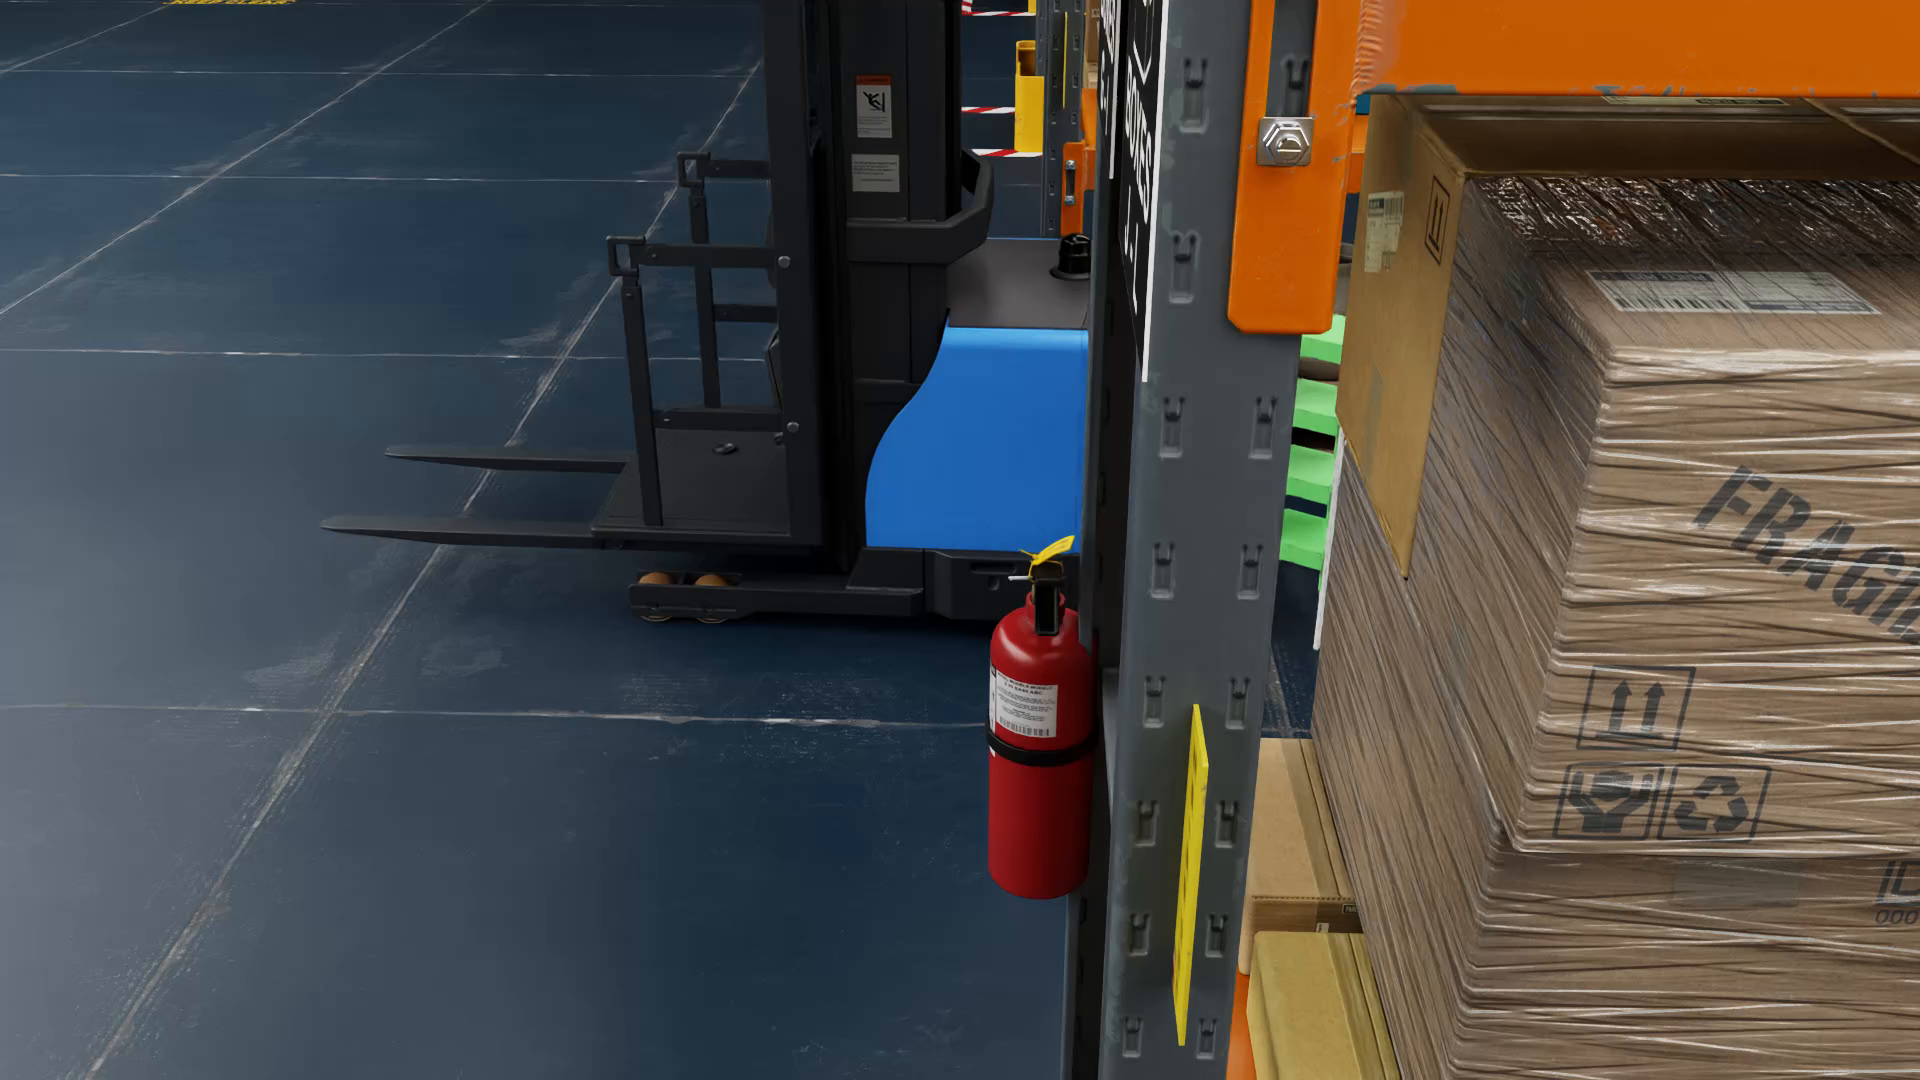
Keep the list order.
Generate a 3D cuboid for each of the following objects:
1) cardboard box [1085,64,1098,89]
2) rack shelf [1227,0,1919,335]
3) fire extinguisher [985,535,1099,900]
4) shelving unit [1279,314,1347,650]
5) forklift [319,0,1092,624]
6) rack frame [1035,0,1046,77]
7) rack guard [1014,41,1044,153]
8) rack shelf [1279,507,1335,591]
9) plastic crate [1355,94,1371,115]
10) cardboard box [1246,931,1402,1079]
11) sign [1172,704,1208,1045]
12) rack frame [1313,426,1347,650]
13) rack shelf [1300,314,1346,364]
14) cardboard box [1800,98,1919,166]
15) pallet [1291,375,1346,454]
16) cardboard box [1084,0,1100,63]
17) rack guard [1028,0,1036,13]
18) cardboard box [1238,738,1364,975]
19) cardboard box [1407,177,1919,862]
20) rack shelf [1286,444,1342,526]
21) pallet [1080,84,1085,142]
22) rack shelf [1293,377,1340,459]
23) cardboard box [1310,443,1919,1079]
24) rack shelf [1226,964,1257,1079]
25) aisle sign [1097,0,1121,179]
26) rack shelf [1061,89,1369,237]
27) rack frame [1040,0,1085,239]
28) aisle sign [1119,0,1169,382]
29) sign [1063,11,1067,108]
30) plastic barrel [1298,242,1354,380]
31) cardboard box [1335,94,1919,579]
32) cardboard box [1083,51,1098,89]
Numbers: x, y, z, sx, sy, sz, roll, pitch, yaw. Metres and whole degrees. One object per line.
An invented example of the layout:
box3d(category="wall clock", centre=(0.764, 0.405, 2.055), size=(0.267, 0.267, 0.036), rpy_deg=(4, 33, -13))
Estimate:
box3d(category="cardboard box", centre=(1.111, -3.054, 11.296), size=(0.500, 0.250, 0.500), rpy_deg=(1, 28, 2))
box3d(category="rack shelf", centre=(2.229, -0.534, 1.621), size=(4.000, 0.370, 1.077), rpy_deg=(1, 28, 2))
box3d(category="fire extinguisher", centre=(0.132, 0.257, 2.646), size=(0.183, 0.674, 0.296), rpy_deg=(1, 28, 2))
box3d(category="shelving unit", centre=(1.050, -0.275, 5.488), size=(0.503, 1.200, 0.258), rpy_deg=(17, 32, 29))
box3d(category="forklift", centre=(-0.728, -1.252, 5.482), size=(3.031, 2.935, 1.130), rpy_deg=(2, 28, 4))
box3d(category="rack frame", centre=(0.583, -4.197, 10.964), size=(0.127, 3.000, 1.000), rpy_deg=(1, 28, 2))
box3d(category="rack guard", centre=(0.559, -3.093, 11.550), size=(0.348, 0.500, 1.175), rpy_deg=(1, 28, 2))
box3d(category="rack shelf", centre=(1.050, -0.007, 5.630), size=(0.480, 0.148, 0.258), rpy_deg=(17, 32, 29))
box3d(category="plastic crate", centre=(1.564, -1.931, 6.849), size=(0.408, 0.251, 0.499), rpy_deg=(1, 28, 2))
box3d(category="cardboard box", centre=(0.506, 0.667, 2.056), size=(0.250, 0.149, 0.380), rpy_deg=(1, 28, 2))
box3d(category="sign", centre=(0.211, 0.312, 1.535), size=(0.005, 0.325, 0.100), rpy_deg=(1, 28, 2))
box3d(category="rack frame", centre=(1.253, -0.212, 5.369), size=(0.015, 1.200, 0.240), rpy_deg=(17, 32, 29))
box3d(category="rack shelf", centre=(1.050, -0.643, 5.293), size=(0.480, 0.148, 0.258), rpy_deg=(17, 32, 29))
box3d(category="cardboard box", centre=(1.288, -0.278, 2.080), size=(0.500, 0.500, 0.500), rpy_deg=(1, 28, 2))
box3d(category="pallet", centre=(1.294, -0.651, 7.253), size=(1.213, 0.211, 1.003), rpy_deg=(1, 28, 2))
box3d(category="cardboard box", centre=(1.130, -3.629, 11.580), size=(0.500, 0.500, 0.500), rpy_deg=(1, 28, 2))
box3d(category="rack guard", centre=(0.830, -5.410, 15.921), size=(0.348, 0.500, 1.175), rpy_deg=(1, 28, 2))
box3d(category="cardboard box", centre=(0.522, 0.459, 2.449), size=(0.250, 0.149, 0.380), rpy_deg=(1, 28, 2))
box3d(category="cardboard box", centre=(0.770, -0.041, 1.632), size=(0.500, 0.500, 0.500), rpy_deg=(1, 28, 2))
box3d(category="rack shelf", centre=(1.050, -0.219, 5.518), size=(0.480, 0.148, 0.258), rpy_deg=(17, 32, 29))
box3d(category="pallet", centre=(1.349, -2.972, 11.630), size=(1.213, 0.211, 1.003), rpy_deg=(1, 28, 2))
box3d(category="rack shelf", centre=(1.050, -0.431, 5.405), size=(0.480, 0.148, 0.258), rpy_deg=(17, 32, 29))
box3d(category="cardboard box", centre=(0.779, 0.287, 2.083), size=(0.500, 0.500, 0.875), rpy_deg=(1, 28, 2))
box3d(category="rack shelf", centre=(2.229, 0.791, 2.323), size=(4.000, 0.370, 1.077), rpy_deg=(1, 28, 2))
box3d(category="aisle sign", centre=(0.179, -0.850, 1.875), size=(0.004, 0.787, 0.394), rpy_deg=(1, 28, 2))
box3d(category="rack shelf", centre=(2.403, -1.527, 6.697), size=(4.000, 0.370, 1.077), rpy_deg=(1, 28, 2))
box3d(category="rack frame", centre=(0.405, -1.878, 6.590), size=(0.127, 3.000, 1.000), rpy_deg=(1, 28, 2))
box3d(category="aisle sign", centre=(0.157, -0.569, 1.345), size=(0.004, 0.787, 0.394), rpy_deg=(1, 28, 2))
box3d(category="sign", centre=(0.381, -1.743, 6.040), size=(0.005, 0.325, 0.100), rpy_deg=(1, 28, 2))
box3d(category="plastic barrel", centre=(1.566, -0.981, 7.106), size=(0.421, 0.512, 0.421), rpy_deg=(0, 28, 0))
box3d(category="cardboard box", centre=(0.788, -0.284, 2.091), size=(0.500, 0.500, 0.500), rpy_deg=(1, 28, 2))
box3d(category="cardboard box", centre=(1.130, -3.297, 11.754), size=(0.500, 0.250, 0.500), rpy_deg=(1, 28, 2))
